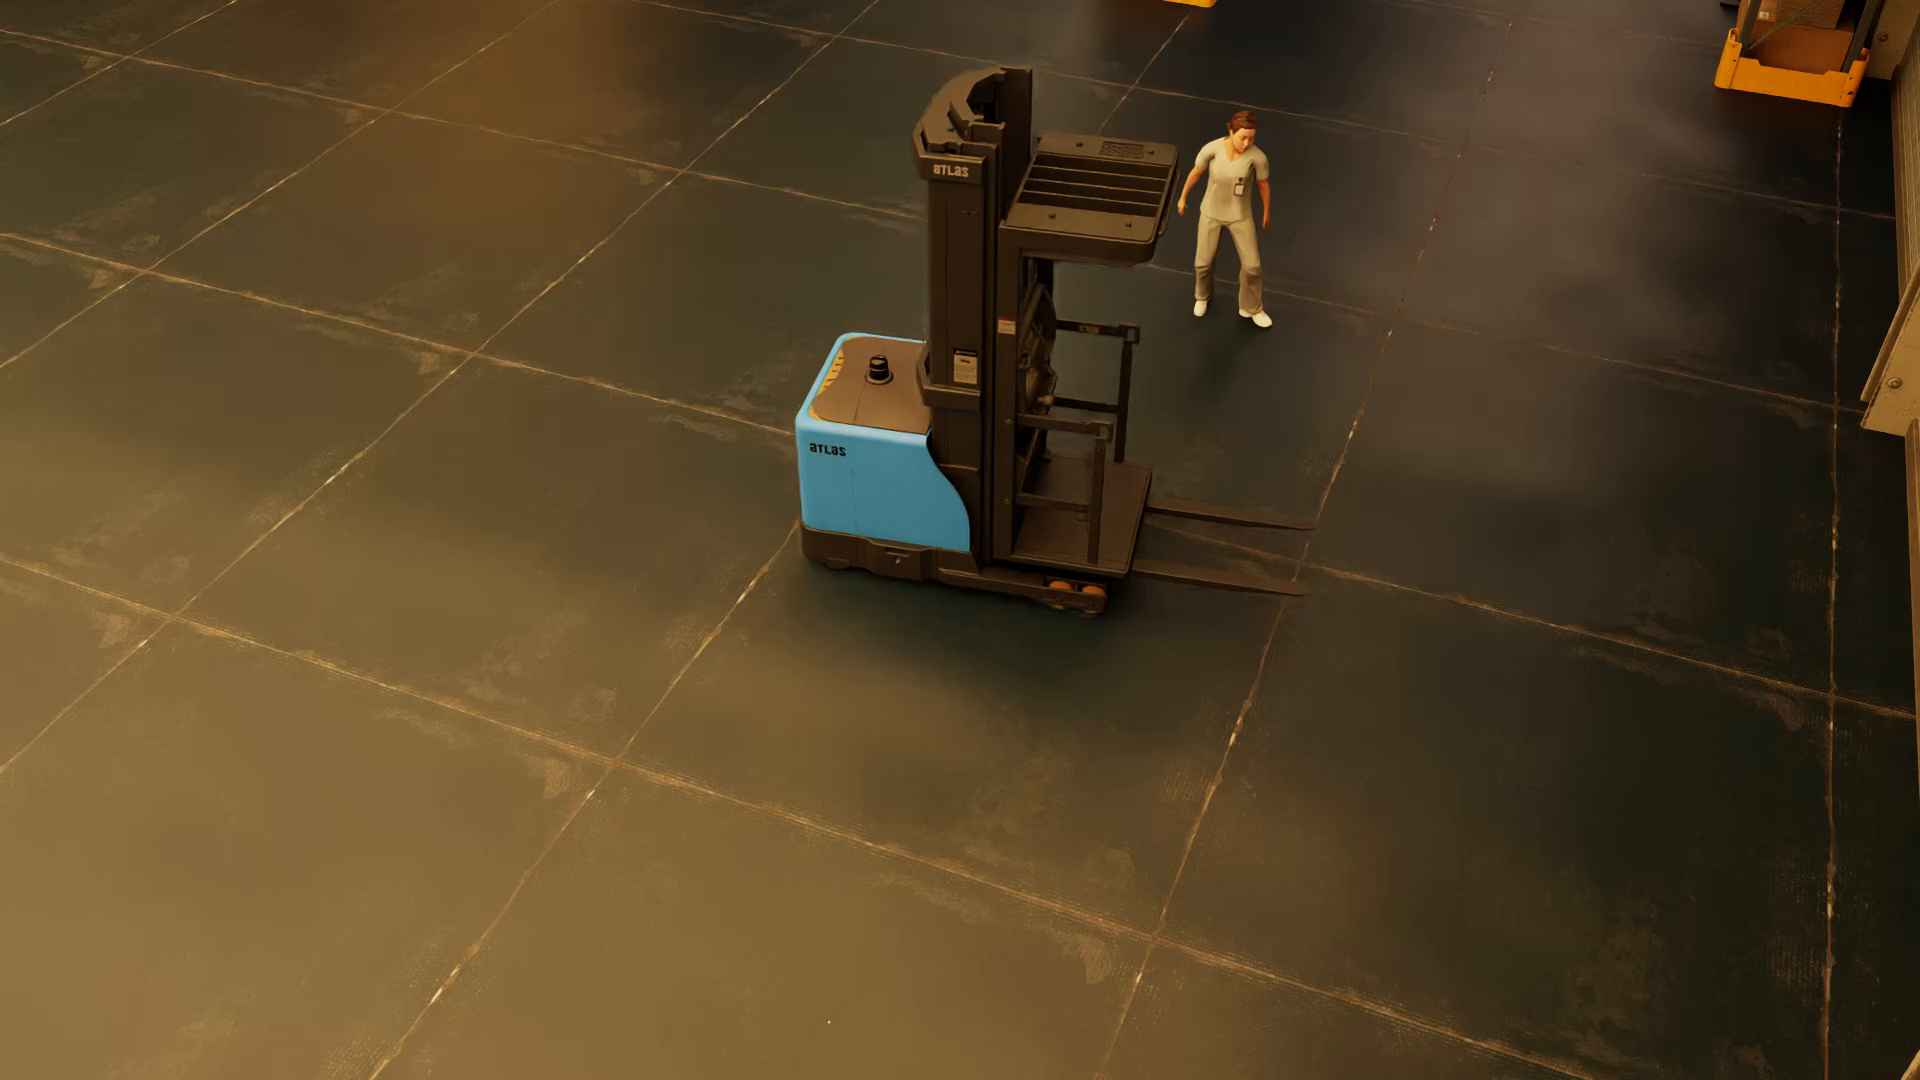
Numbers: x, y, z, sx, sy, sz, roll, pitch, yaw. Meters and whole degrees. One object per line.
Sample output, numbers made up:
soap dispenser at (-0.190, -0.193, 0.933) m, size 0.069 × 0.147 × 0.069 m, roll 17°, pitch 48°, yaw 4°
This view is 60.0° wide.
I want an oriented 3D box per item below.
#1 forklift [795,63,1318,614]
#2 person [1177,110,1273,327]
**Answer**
forklift at (0.614, -1.066, 9.280) m, size 3.031 × 2.935 × 1.130 m, roll 8°, pitch 41°, yaw 10°
person at (1.928, -2.311, 11.793) m, size 0.791 × 1.643 × 0.398 m, roll 10°, pitch 41°, yaw 12°
